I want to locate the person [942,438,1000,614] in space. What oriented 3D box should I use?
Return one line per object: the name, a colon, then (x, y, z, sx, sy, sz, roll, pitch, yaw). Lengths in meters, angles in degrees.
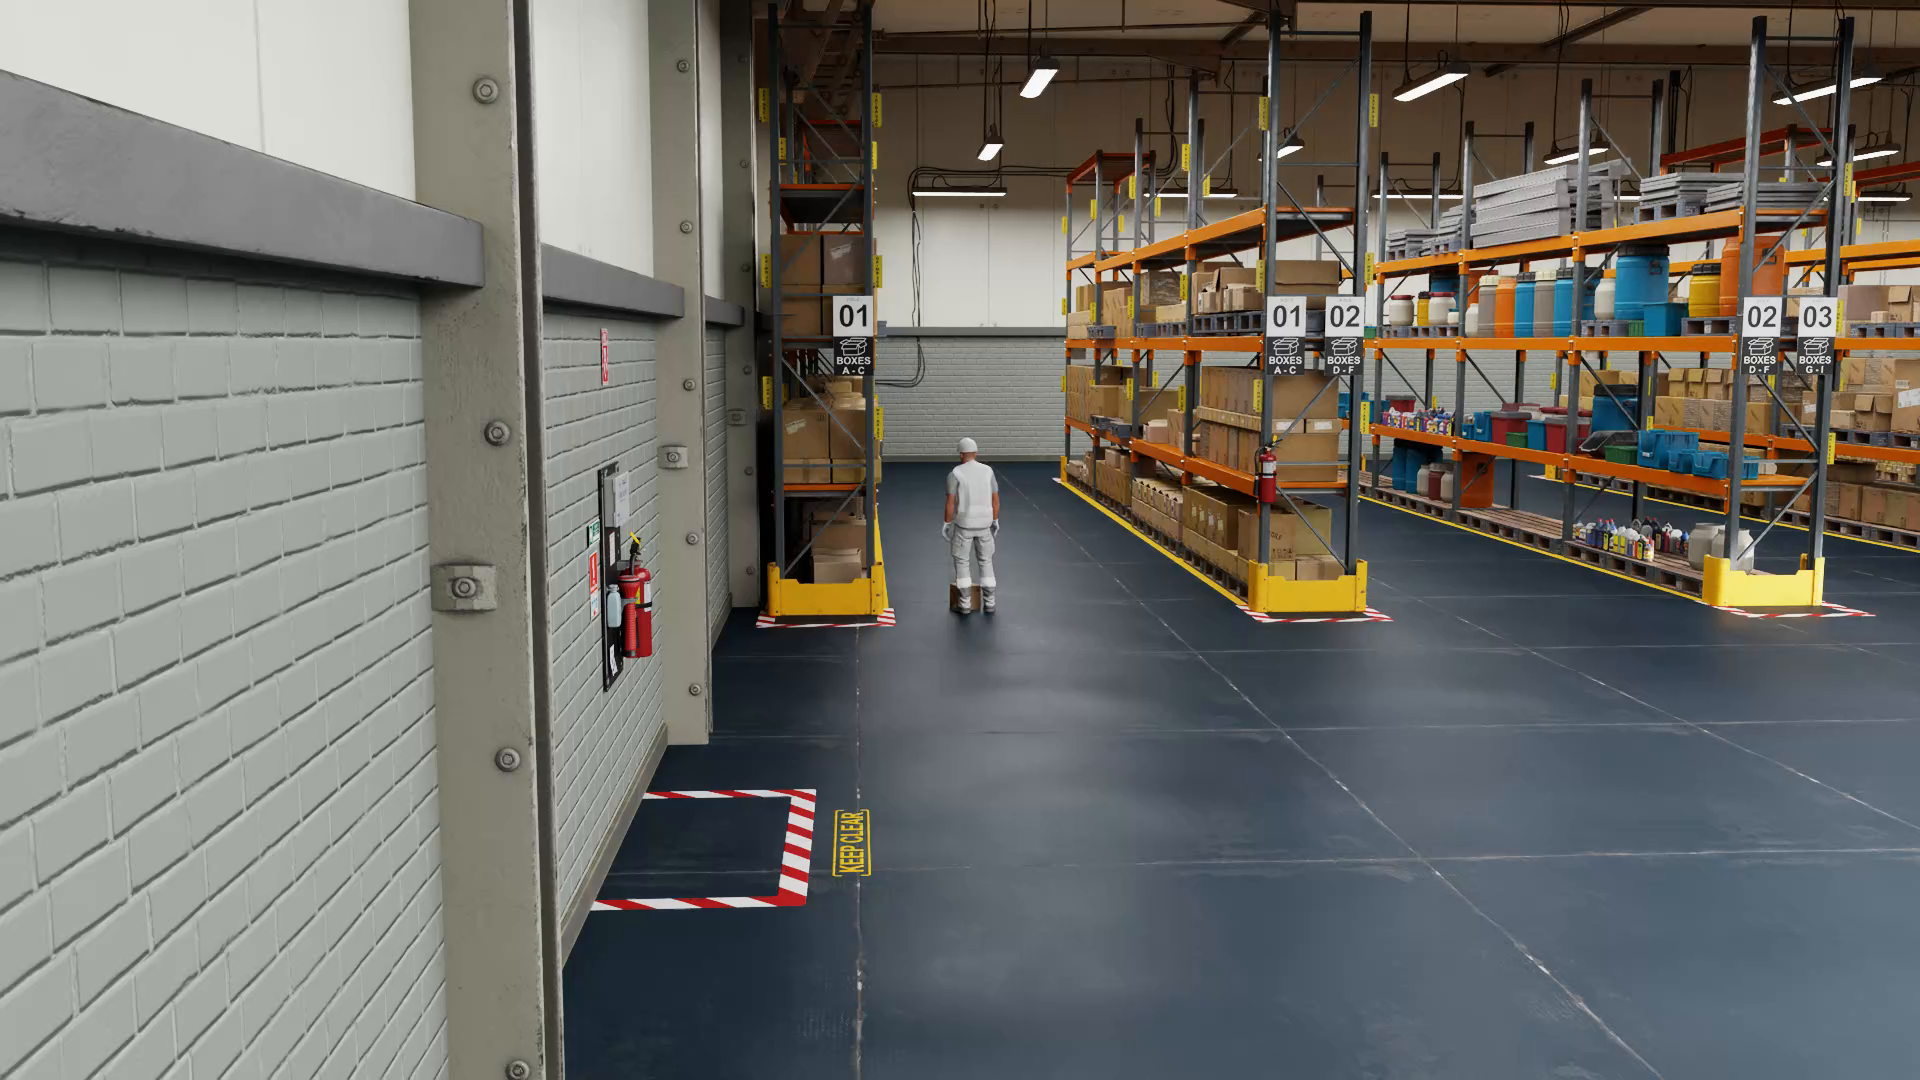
person: (0.114, -0.149, 16.924, 0.623, 1.781, 0.446, -2, 7, -19)
